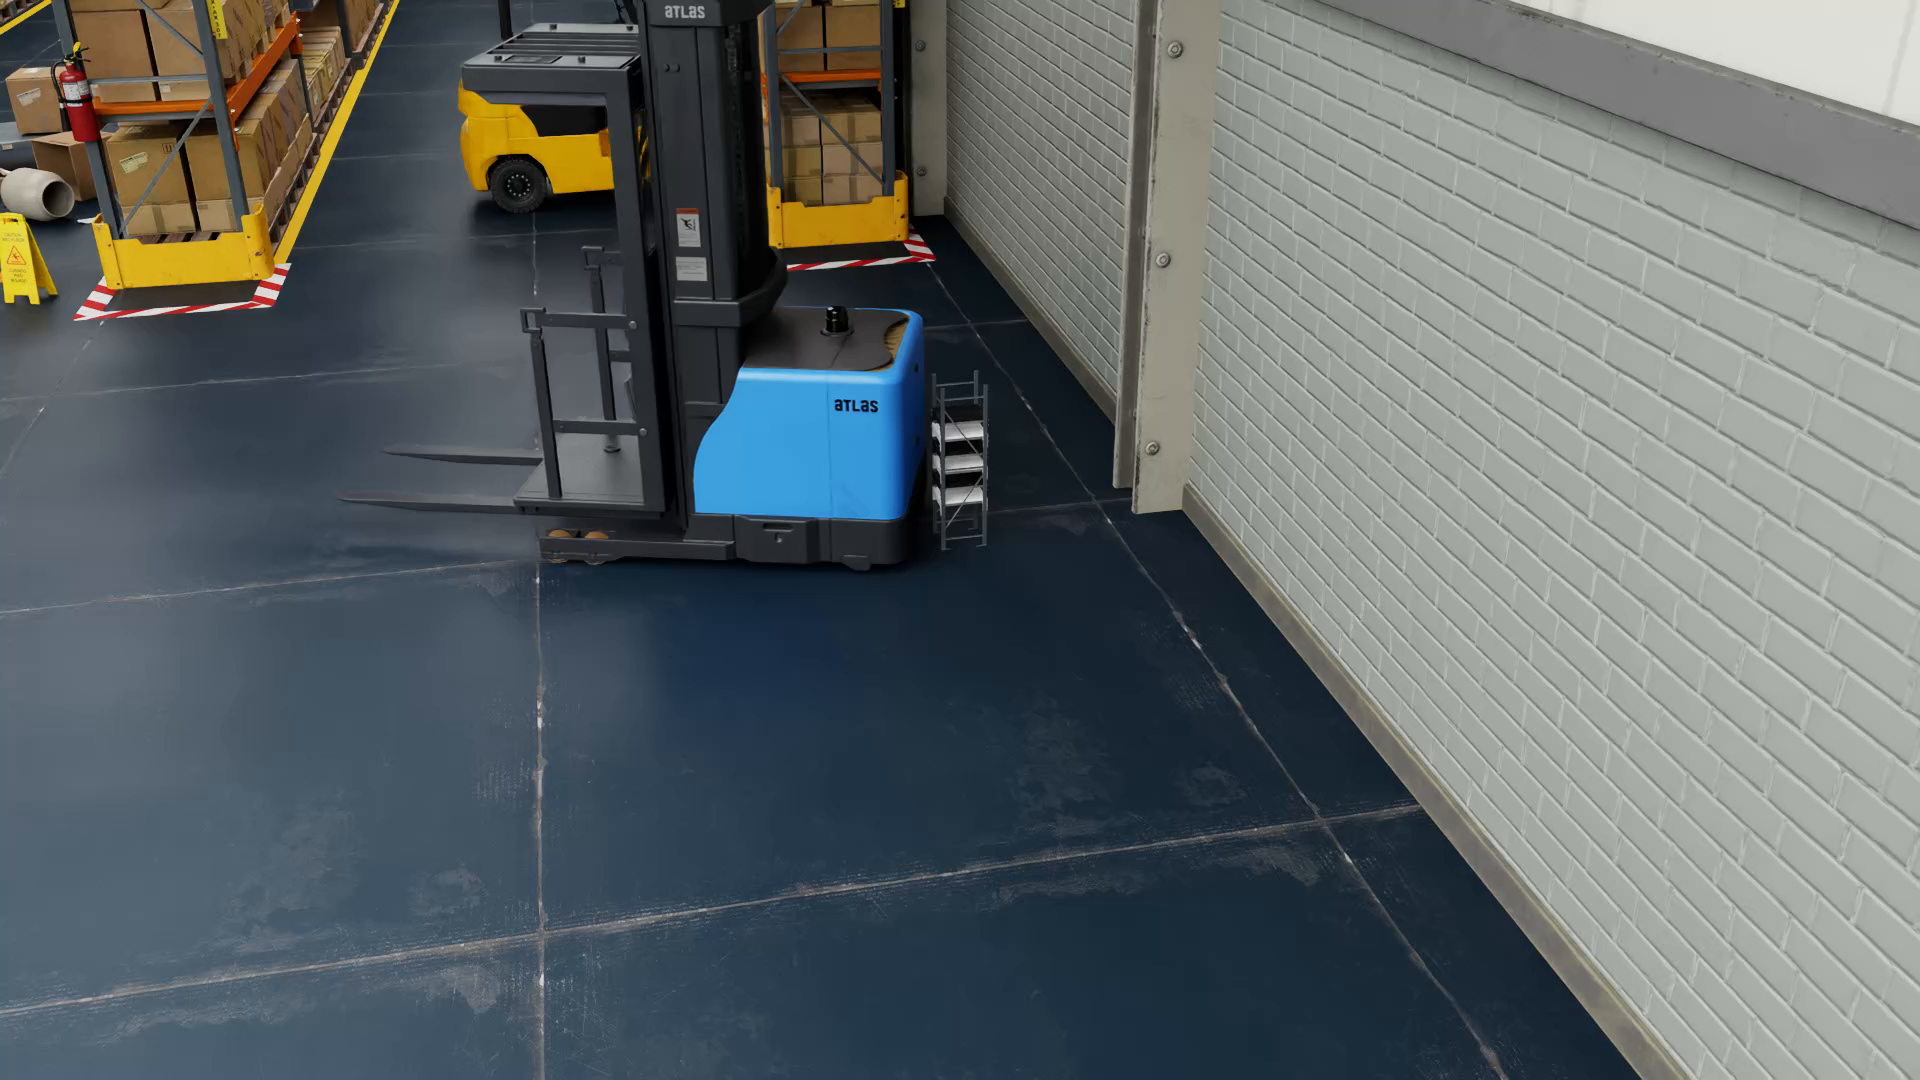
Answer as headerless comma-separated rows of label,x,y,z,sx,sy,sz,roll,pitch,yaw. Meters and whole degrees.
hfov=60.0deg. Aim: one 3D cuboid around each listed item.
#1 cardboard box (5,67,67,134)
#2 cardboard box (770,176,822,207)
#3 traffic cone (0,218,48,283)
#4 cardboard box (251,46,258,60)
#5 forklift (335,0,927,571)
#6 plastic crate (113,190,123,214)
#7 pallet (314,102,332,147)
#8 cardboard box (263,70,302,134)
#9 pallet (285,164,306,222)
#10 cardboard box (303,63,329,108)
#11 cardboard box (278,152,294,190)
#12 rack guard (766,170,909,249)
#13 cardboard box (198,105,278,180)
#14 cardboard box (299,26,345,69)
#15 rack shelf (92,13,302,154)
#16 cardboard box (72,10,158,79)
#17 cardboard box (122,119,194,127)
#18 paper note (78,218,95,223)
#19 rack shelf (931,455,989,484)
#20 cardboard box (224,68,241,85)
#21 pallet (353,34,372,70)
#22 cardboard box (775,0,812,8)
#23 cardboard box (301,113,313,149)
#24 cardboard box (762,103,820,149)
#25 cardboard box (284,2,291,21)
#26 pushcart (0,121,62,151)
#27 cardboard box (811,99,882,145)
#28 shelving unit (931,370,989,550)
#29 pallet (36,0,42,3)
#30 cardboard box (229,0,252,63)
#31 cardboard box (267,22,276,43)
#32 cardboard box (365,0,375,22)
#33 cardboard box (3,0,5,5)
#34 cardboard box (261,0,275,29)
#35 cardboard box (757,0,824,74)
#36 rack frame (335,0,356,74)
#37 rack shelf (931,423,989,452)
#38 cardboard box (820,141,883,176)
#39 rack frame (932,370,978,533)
cardboard box,-8.484,-4.098,15.475,0.500,0.500,0.500,-6,27,-12
cardboard box,-1.434,-2.954,13.859,0.500,0.250,0.500,-6,27,-11
traffic cone,-7.209,-2.240,12.673,0.336,0.463,0.334,-6,27,-12
cardboard box,-6.034,-4.061,13.746,0.380,0.149,0.250,-7,28,-13
forklift,-1.729,-1.415,8.301,3.031,2.935,1.130,2,27,5
plastic crate,-7.202,-2.994,14.594,0.402,0.080,0.583,-16,31,-29
pallet,-6.934,-4.167,16.772,1.003,0.211,1.213,-6,27,-12
cardboard box,-6.246,-3.909,14.920,0.500,0.500,0.500,-5,27,-11
pallet,-6.293,-2.998,14.455,1.003,0.211,1.213,-6,27,-12
cardboard box,-7.043,-4.630,17.044,0.950,0.372,0.625,-4,27,-8
cardboard box,-6.011,-3.120,14.187,0.500,0.250,0.500,-4,27,-8
rack guard,-1.015,-2.693,13.532,1.175,0.500,0.348,-6,27,-12
cardboard box,-5.896,-3.231,13.575,0.500,0.500,0.500,-7,28,-14
cardboard box,-7.541,-5.592,18.950,0.950,0.372,0.625,-8,28,-15
rack shelf,-6.306,-3.871,13.889,1.077,0.370,4.000,-6,27,-12
cardboard box,-6.246,-3.702,12.314,0.500,0.500,0.500,-6,27,-13
cardboard box,-6.411,-3.163,13.441,0.500,0.500,0.500,-5,27,-10
paper note,-7.391,-2.712,14.090,0.142,0.019,0.148,-16,31,-29
rack shelf,-0.002,-0.376,8.569,0.258,0.077,0.200,-6,27,-12
cardboard box,-5.782,-3.606,12.845,0.380,0.149,0.250,-7,28,-13
pallet,-7.763,-5.935,20.275,1.003,0.211,1.213,-6,27,-12
cardboard box,-1.371,-4.278,13.066,0.380,0.149,0.250,-6,27,-11
cardboard box,-6.362,-3.798,15.531,0.500,0.250,0.500,-5,27,-9
cardboard box,-1.428,-3.397,13.627,0.500,0.250,0.500,-5,27,-10
cardboard box,-6.387,-4.848,15.305,0.380,0.149,0.250,-6,27,-12
pushcart,-8.967,-3.646,15.555,1.648,0.377,0.936,-16,31,-29
cardboard box,-0.944,-3.456,13.745,0.500,0.250,0.500,-6,27,-12
shelving unit,-0.002,-0.405,8.554,0.258,0.900,0.210,-6,27,-12
pallet,-14.095,-8.153,24.668,1.003,0.211,1.213,-6,27,-12
cardboard box,-5.812,-3.955,12.815,0.500,0.500,0.500,-5,27,-10
cardboard box,-6.155,-4.402,14.422,0.380,0.149,0.250,-6,27,-12
cardboard box,-8.131,-7.161,21.501,0.875,0.875,0.875,-5,27,-10
cardboard box,-13.295,-7.363,22.707,0.380,0.149,0.250,-6,27,-12
cardboard box,-6.170,-4.625,14.144,0.500,0.500,0.500,-5,27,-10
cardboard box,-1.387,-4.054,13.342,0.500,0.500,0.500,-7,28,-13
rack frame,-7.658,-6.826,18.945,1.000,3.000,0.127,-6,27,-12
rack shelf,-0.002,-0.536,8.488,0.258,0.077,0.200,-6,27,-12
cardboard box,-0.924,-3.231,13.852,0.500,0.250,0.500,-5,27,-11
rack frame,-0.025,-0.450,8.643,0.240,0.900,0.006,-6,27,-12
